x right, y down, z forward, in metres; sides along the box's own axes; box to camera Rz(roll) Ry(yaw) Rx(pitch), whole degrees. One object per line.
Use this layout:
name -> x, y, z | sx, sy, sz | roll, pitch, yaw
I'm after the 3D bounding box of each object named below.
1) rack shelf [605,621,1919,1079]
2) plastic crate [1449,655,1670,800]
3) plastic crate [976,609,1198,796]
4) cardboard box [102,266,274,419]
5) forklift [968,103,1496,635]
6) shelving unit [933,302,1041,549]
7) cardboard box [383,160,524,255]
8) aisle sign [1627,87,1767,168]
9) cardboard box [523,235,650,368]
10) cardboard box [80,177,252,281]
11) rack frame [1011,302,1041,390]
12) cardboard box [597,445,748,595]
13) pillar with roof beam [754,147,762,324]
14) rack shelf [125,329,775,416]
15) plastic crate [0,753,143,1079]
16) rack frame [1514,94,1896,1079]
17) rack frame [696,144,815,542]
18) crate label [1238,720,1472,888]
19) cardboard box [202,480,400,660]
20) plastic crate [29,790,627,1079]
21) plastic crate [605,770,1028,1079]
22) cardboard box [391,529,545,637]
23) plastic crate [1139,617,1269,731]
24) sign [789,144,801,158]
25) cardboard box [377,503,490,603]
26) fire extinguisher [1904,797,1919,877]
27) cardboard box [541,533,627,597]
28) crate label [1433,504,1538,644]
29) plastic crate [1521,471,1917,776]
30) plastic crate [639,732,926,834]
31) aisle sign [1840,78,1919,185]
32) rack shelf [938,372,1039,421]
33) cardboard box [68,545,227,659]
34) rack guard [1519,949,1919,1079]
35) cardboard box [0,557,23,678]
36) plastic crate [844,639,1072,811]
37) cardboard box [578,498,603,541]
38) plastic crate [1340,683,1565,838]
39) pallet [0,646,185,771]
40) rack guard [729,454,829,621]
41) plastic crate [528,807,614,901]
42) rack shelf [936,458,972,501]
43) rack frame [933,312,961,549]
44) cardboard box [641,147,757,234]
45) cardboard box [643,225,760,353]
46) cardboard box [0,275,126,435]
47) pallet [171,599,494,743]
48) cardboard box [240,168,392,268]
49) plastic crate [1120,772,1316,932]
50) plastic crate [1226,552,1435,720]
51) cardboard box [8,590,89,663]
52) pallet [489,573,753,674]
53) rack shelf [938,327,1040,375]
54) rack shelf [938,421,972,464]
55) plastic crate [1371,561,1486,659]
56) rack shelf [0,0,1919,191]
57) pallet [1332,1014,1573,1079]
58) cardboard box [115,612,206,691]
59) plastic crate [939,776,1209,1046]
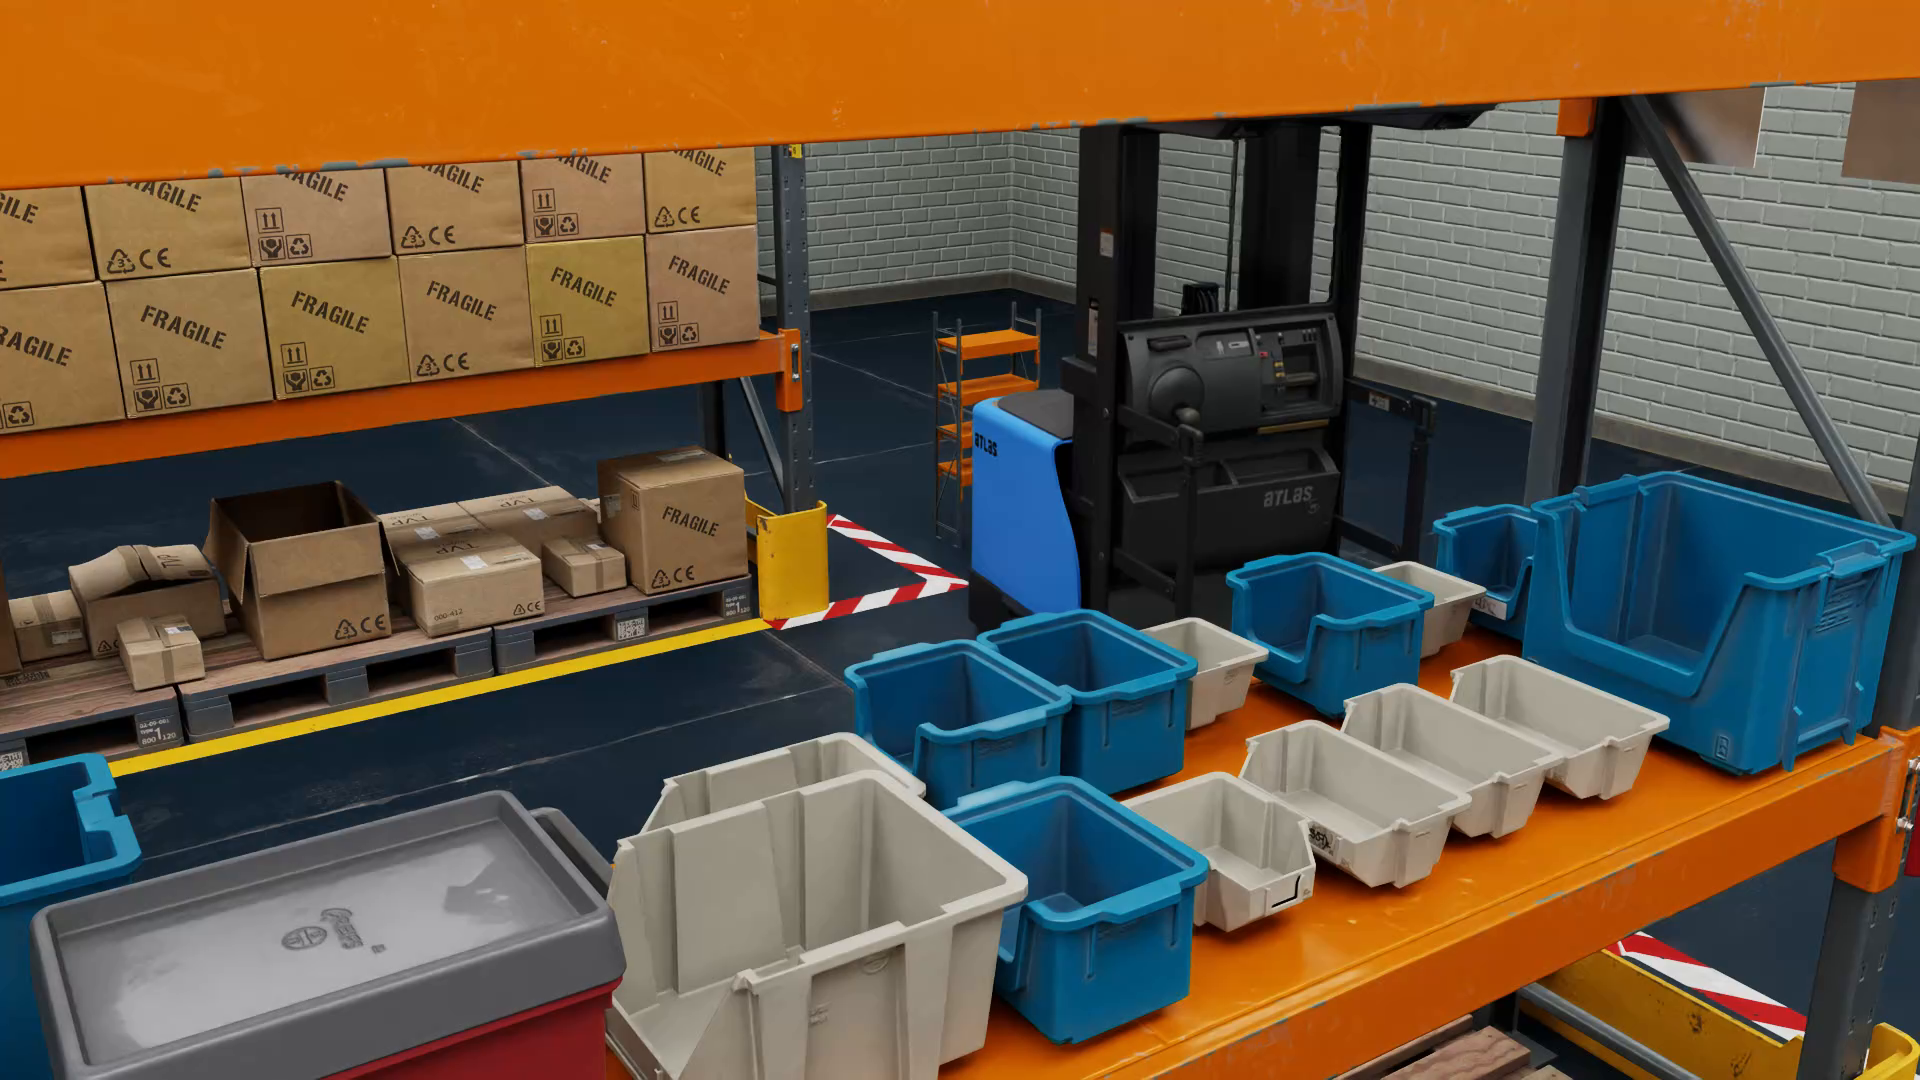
rack shelf -> 0.060, 0.779, 2.881 | 4.000, 0.370, 1.077 | -12, 22, -31
plastic crate -> 1.149, 0.374, 3.272 | 0.243, 0.136, 0.396 | -12, 22, -31
plastic crate -> 0.243, 0.324, 3.271 | 0.300, 0.233, 0.416 | -12, 22, -31
cardboard box -> -2.911, -0.778, 6.207 | 0.500, 0.500, 0.500 | -12, 22, -32
forklift -> 1.116, -0.620, 6.001 | 1.130, 2.935, 3.031 | -8, 20, -24
shelving unit -> 0.138, -0.598, 8.639 | 0.503, 1.200, 0.258 | -12, 22, -31
cardboard box -> -2.063, -1.427, 6.565 | 0.500, 0.500, 0.500 | -11, 22, -30
aisle sign -> 1.627, -1.238, 3.664 | 0.004, 0.787, 0.394 | -12, 22, -31
cardboard box -> -1.647, -1.043, 6.991 | 0.500, 0.500, 0.500 | -12, 22, -31
cardboard box -> -2.923, -1.245, 6.028 | 0.500, 0.500, 0.500 | -13, 22, -33
rack frame -> 0.342, -0.641, 8.766 | 0.015, 1.200, 0.240 | -12, 22, -31
cardboard box -> -1.310, -0.102, 7.580 | 0.500, 0.500, 0.500 | -12, 22, -31
pillar with roof beam -> 0.428, -4.962, 9.370 | 0.400, 9.000, 9.100 | -12, 22, -31
rack shelf -> -2.661, -0.639, 6.771 | 3.809, 0.124, 0.919 | -12, 22, -31
plastic crate -> -1.408, 0.596, 2.230 | 0.575, 0.384, 0.392 | -12, 22, -31
rack frame -> 1.732, 0.087, 3.805 | 0.053, 2.616, 0.949 | -12, 22, -31
rack frame -> -0.991, -1.240, 7.729 | 0.127, 3.000, 1.000 | -12, 22, -31
crate label -> 0.680, 0.477, 2.968 | 0.243, 0.136, 0.396 | -12, 22, -31
cardboard box -> -2.765, 0.107, 6.957 | 0.637, 0.503, 0.797 | -12, 22, -31
plastic crate -> -0.727, 0.641, 1.971 | 0.583, 0.464, 0.402 | -12, 22, -31
plastic crate -> -0.234, 0.598, 2.383 | 0.530, 0.282, 0.437 | -12, 22, -31
cardboard box -> -2.120, 0.175, 7.149 | 0.500, 0.250, 0.500 | -12, 22, -31
plastic crate -> 0.463, 0.291, 3.517 | 0.298, 0.136, 0.250 | -12, 22, -31
sign -> -0.702, -1.786, 7.043 | 0.005, 0.325, 0.100 | -12, 22, -31
cardboard box -> -2.436, 0.050, 7.519 | 0.500, 0.250, 0.500 | -12, 22, -31
fire extinguisher -> 2.106, 0.394, 3.599 | 0.183, 0.674, 0.296 | -12, 22, -31
cardboard box -> -1.697, 0.103, 7.494 | 0.250, 0.166, 0.380 | -12, 22, -31
crate label -> 1.343, 0.092, 3.957 | 0.303, 0.233, 0.416 | -12, 22, -31
plastic crate -> 1.553, 0.149, 3.470 | 0.499, 0.435, 0.616 | -12, 22, -31
plastic crate -> -0.322, 0.500, 2.901 | 0.466, 0.136, 0.293 | -12, 22, -31
aisle sign -> 1.951, -1.080, 3.197 | 0.004, 0.787, 0.394 | -12, 22, -31
rack shelf -> 0.138, -0.746, 8.589 | 0.480, 0.148, 0.258 | -12, 22, -31
cardboard box -> -3.385, 0.222, 6.917 | 0.500, 0.311, 0.500 | -12, 22, -31
rack guard -> 1.743, 1.262, 4.231 | 0.348, 0.500, 1.175 | -12, 22, -31
cardboard box -> -4.012, 0.264, 6.496 | 0.500, 0.500, 0.500 | -12, 22, -31
plastic crate -> -0.007, 0.377, 3.114 | 0.300, 0.233, 0.416 | -12, 22, -31
cardboard box -> -1.738, -0.080, 8.035 | 0.250, 0.166, 0.380 | -12, 22, -31
plastic crate -> 0.899, 0.421, 3.133 | 0.243, 0.136, 0.396 | -12, 22, -31
pallet -> -3.758, 0.665, 6.448 | 1.213, 0.211, 1.003 | -12, 22, -31
rack guard -> -1.054, -0.042, 8.089 | 0.348, 0.500, 1.175 | -12, 22, -31
plastic crate -> -0.823, 0.623, 2.554 | 0.590, 0.125, 0.437 | -12, 22, -31
rack shelf -> 0.138, -0.346, 8.724 | 0.480, 0.148, 0.258 | -12, 22, -31
rack frame -> -0.066, -0.555, 8.512 | 0.015, 1.200, 0.240 | -12, 22, -31
cardboard box -> -1.211, -1.609, 7.103 | 0.500, 0.500, 0.500 | -12, 22, -32
cardboard box -> -1.215, -1.136, 7.264 | 0.500, 0.500, 0.500 | -11, 22, -30
cardboard box -> -3.330, -0.691, 5.948 | 0.500, 0.500, 0.500 | -11, 22, -30
pallet -> -2.738, 0.449, 7.088 | 1.213, 0.211, 1.003 | -12, 22, -31
cardboard box -> -2.492, -1.337, 6.298 | 0.500, 0.500, 0.500 | -11, 22, -30
plastic crate -> 0.442, 0.534, 2.799 | 0.250, 0.136, 0.298 | -12, 22, -31
plastic crate -> 0.793, 0.208, 3.614 | 0.300, 0.233, 0.416 | -12, 22, -31
cardboard box -> -3.732, 0.348, 6.795 | 0.250, 0.149, 0.380 | -12, 22, -31
pallet -> -1.720, 0.235, 7.720 | 1.213, 0.211, 1.003 | -12, 22, -31
rack shelf -> 0.138, -0.970, 8.513 | 0.480, 0.148, 0.258 | -12, 22, -31
rack shelf -> 0.138, -0.534, 8.660 | 0.480, 0.148, 0.258 | -12, 22, -31
plastic crate -> 1.029, 0.172, 3.871 | 0.298, 0.136, 0.250 | -12, 22, -31
rack shelf -> 0.060, -0.642, 2.400 | 4.000, 0.370, 1.077 | -12, 22, -31
pallet -> 1.020, 1.542, 3.855 | 1.213, 0.211, 1.003 | -12, 22, -31
cardboard box -> -3.145, 0.427, 6.534 | 0.250, 0.166, 0.380 | -12, 22, -31
plastic crate -> 0.156, 0.567, 2.552 | 0.300, 0.233, 0.416 | -12, 22, -31
